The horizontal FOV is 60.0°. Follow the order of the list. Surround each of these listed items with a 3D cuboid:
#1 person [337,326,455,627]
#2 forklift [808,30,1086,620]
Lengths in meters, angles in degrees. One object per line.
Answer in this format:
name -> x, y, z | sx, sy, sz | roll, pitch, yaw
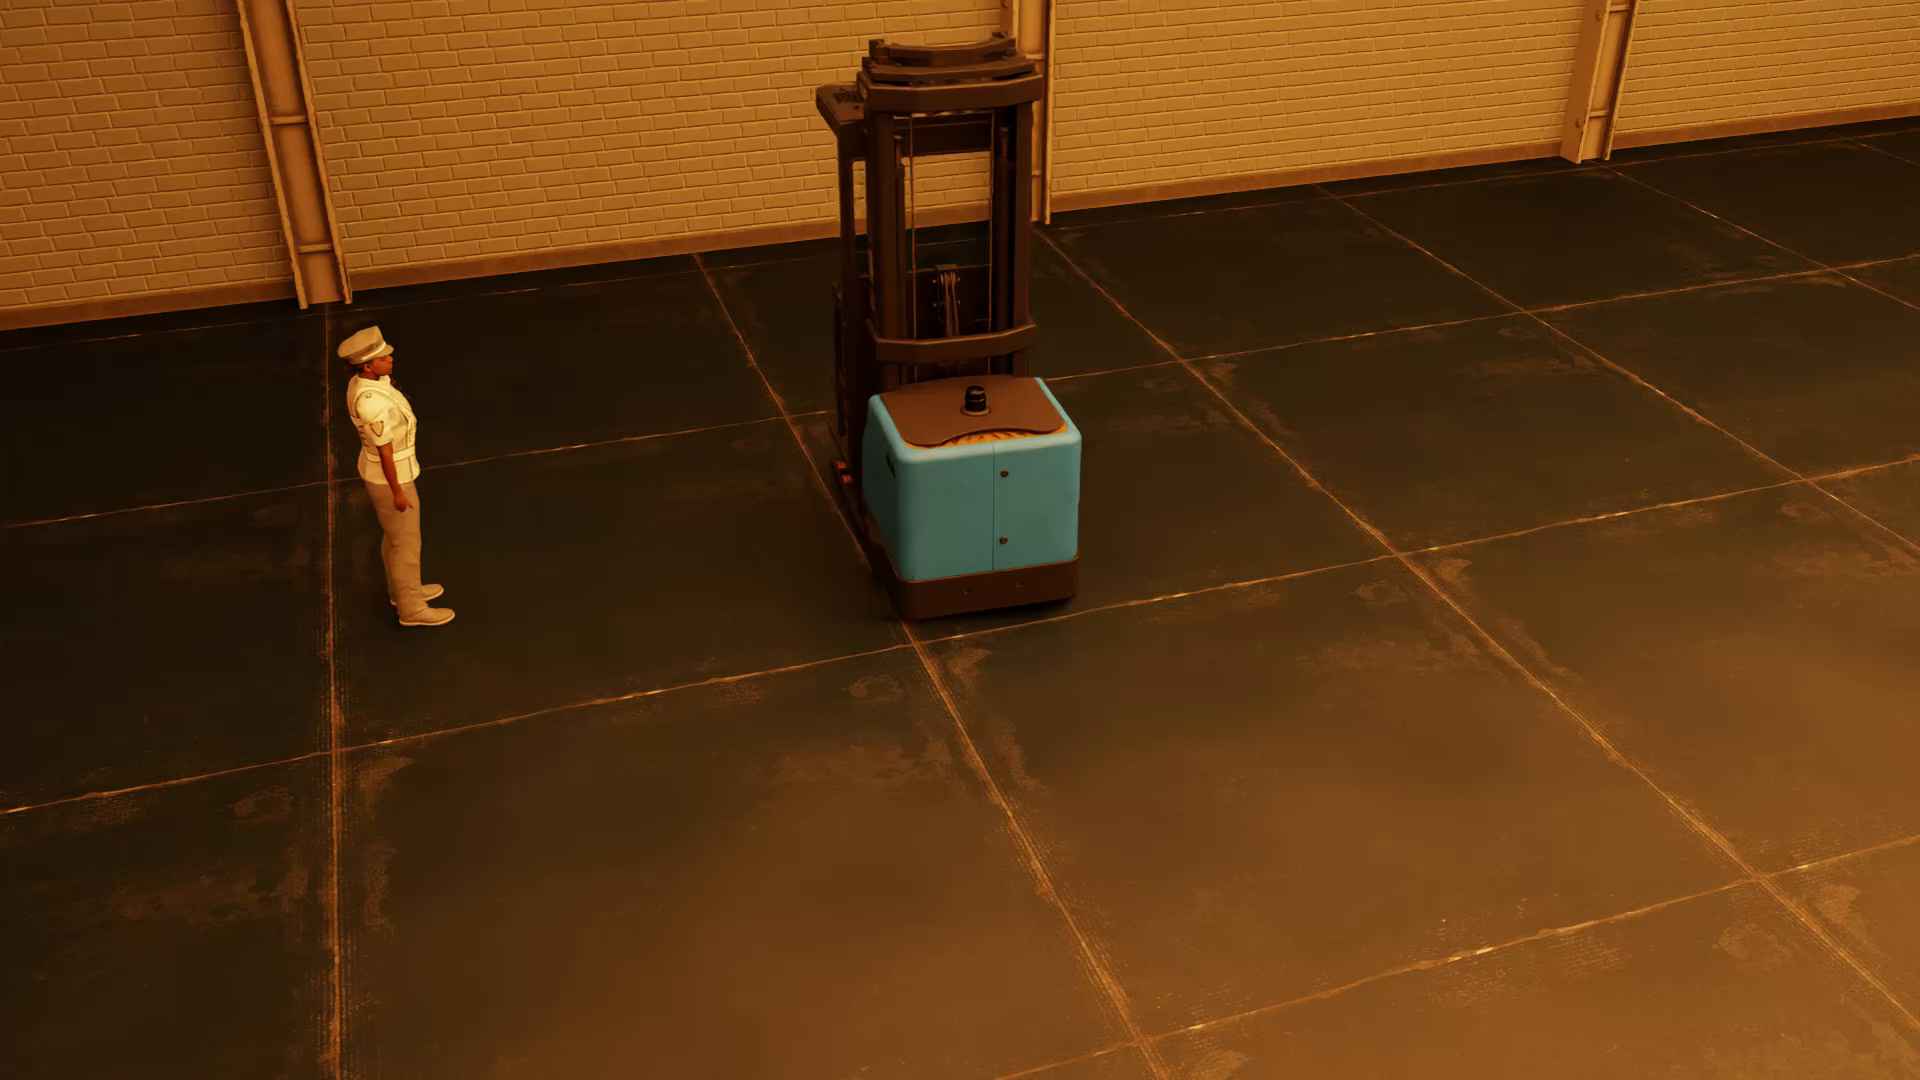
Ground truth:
person -> -3.039, -0.340, 8.926 | 0.342, 1.693, 0.446 | -14, 33, -22
forklift -> -0.225, -1.554, 9.787 | 1.130, 2.935, 3.031 | -9, 31, -15
